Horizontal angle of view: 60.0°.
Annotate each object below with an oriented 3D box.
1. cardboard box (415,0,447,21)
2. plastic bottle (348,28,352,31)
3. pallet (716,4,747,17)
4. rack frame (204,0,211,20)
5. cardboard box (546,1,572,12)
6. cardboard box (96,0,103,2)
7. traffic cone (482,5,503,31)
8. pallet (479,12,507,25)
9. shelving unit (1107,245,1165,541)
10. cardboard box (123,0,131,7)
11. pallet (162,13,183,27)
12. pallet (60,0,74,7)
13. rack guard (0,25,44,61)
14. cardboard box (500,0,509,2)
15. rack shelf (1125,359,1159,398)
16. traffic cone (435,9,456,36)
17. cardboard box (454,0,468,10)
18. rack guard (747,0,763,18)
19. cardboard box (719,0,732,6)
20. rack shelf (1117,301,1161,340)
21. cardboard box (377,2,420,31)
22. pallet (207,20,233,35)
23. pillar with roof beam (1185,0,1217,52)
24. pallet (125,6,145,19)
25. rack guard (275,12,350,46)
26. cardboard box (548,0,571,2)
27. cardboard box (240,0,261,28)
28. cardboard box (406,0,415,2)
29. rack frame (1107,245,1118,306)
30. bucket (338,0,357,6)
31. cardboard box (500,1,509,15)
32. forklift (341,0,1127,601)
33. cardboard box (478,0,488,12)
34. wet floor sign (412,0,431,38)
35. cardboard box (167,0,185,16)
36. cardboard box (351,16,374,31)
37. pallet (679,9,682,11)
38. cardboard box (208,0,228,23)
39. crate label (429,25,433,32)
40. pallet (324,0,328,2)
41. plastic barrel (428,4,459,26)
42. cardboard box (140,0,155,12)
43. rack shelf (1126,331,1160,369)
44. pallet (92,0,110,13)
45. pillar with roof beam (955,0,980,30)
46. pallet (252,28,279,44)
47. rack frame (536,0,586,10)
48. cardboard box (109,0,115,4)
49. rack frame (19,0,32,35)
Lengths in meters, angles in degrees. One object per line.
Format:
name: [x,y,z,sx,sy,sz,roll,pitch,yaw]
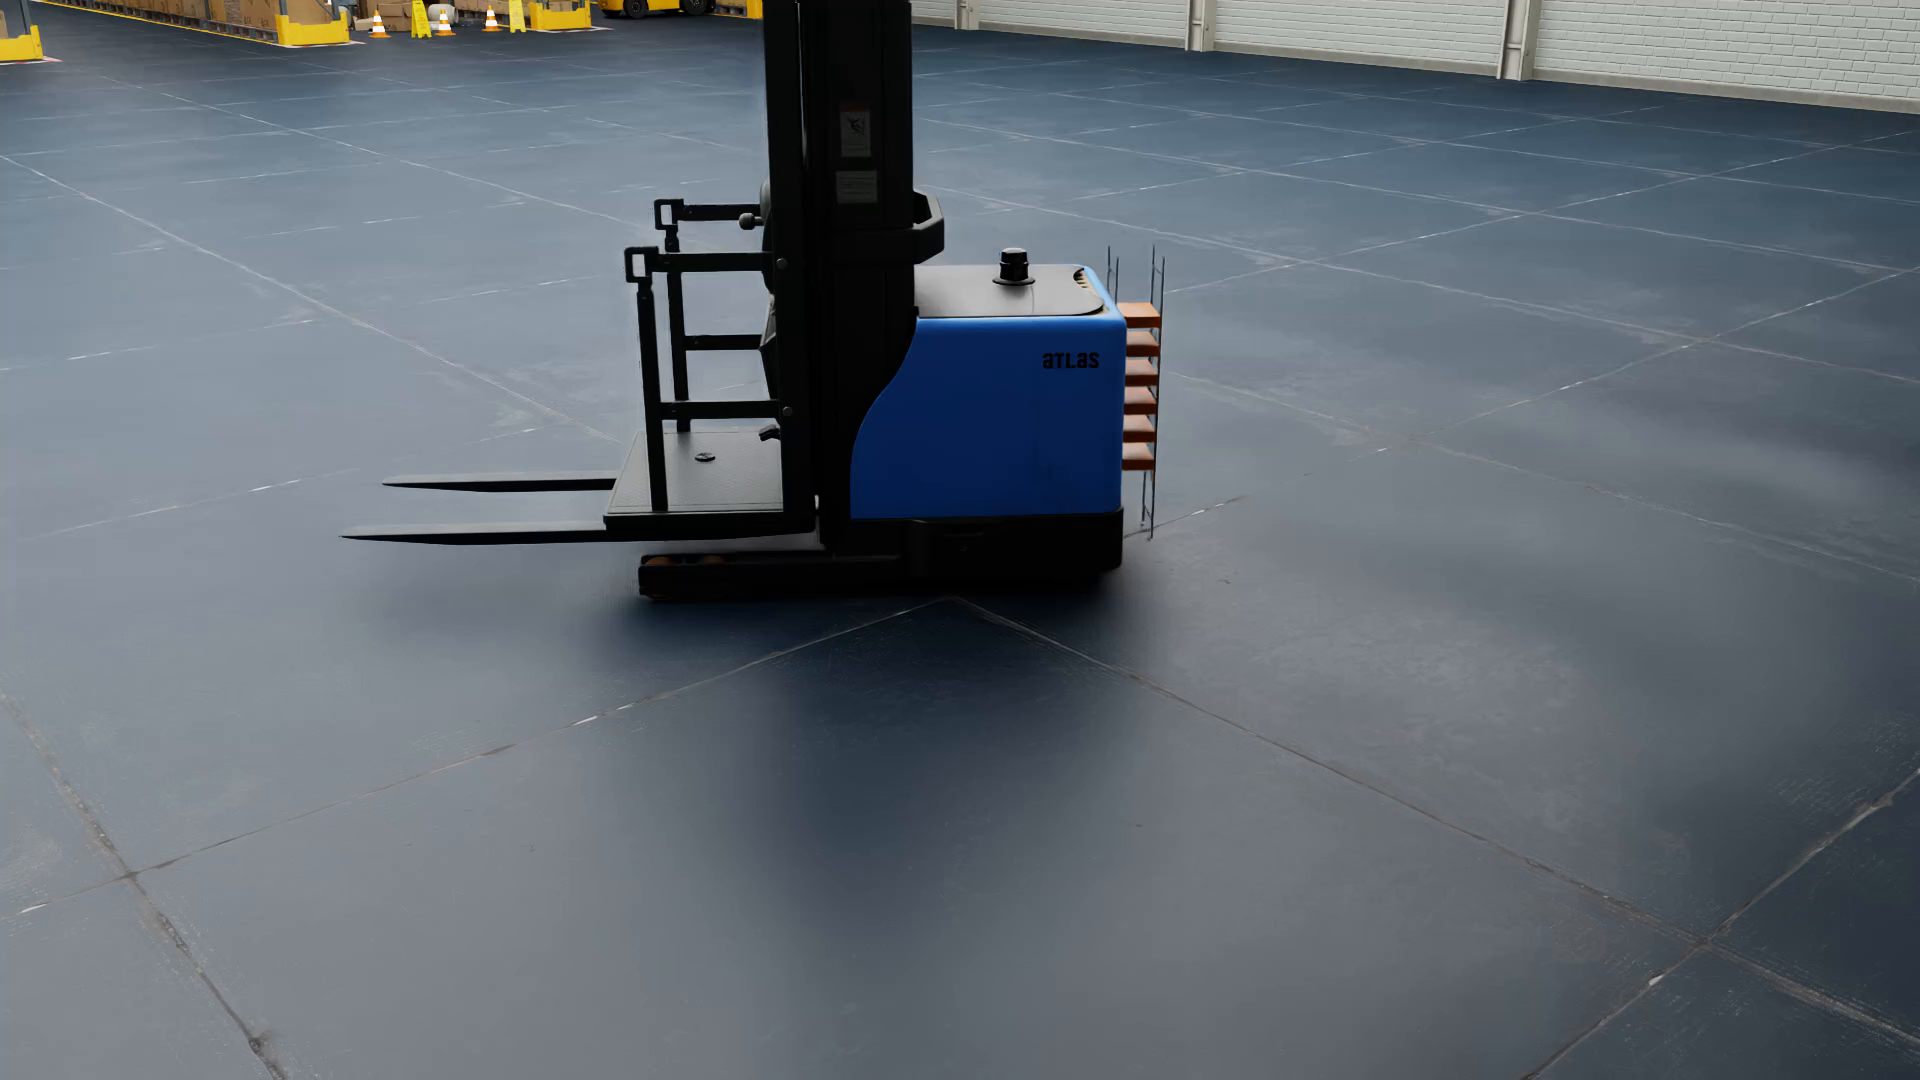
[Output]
cardboard box: [-10.705,-10.735,33.703,0.500,0.500,0.500,0,21,-1]
plastic bottle: [-11.804,-9.784,31.881,0.133,0.061,0.283,12,24,27]
pallet: [-4.535,-11.498,36.051,1.003,0.211,1.213,-17,27,-37]
rack frame: [-14.057,-11.311,31.751,1.000,3.000,0.127,-17,27,-37]
cardboard box: [-8.079,-10.616,33.171,0.500,0.250,0.500,-18,28,-38]
cardboard box: [-18.998,-12.286,37.091,0.500,0.500,0.500,-16,27,-35]
traffic cone: [-9.020,-10.043,31.991,0.336,0.463,0.334,-17,27,-37]
pallet: [-9.108,-10.705,34.026,1.003,0.211,1.213,-17,27,-37]
shelving unit: [0.704,-0.595,6.858,0.189,1.200,0.258,-1,21,-3]
cardboard box: [-17.632,-11.712,35.625,0.500,0.500,0.500,-16,27,-35]
pallet: [-15.419,-10.545,33.619,1.003,0.211,1.213,-17,27,-37]
pallet: [-20.545,-12.738,39.216,1.003,0.211,1.213,-17,27,-37]
rack guard: [-15.320,-7.910,26.495,1.175,0.500,0.348,-17,27,-37]
cardboard box: [-8.826,-10.980,33.070,0.500,0.500,0.500,-16,27,-36]
rack shelf: [0.704,-0.666,6.830,0.180,0.103,0.258,-1,21,-3]
traffic cone: [-9.639,-9.685,31.076,0.336,0.463,0.334,-17,27,-37]
cardboard box: [-10.193,-11.206,34.675,0.500,0.250,0.500,-19,28,-40]
rack guard: [-3.989,-11.425,35.467,1.175,0.500,0.348,-17,27,-37]
cardboard box: [-4.868,-11.705,35.949,0.500,0.250,0.500,-17,27,-37]
rack shelf: [0.703,-0.889,6.743,0.180,0.103,0.258,-1,21,-3]
cardboard box: [-10.827,-10.133,32.164,0.637,0.503,0.797,3,22,9]
pallet: [-13.620,-9.784,31.675,1.003,0.211,1.213,-17,27,-37]
pillar with roof beam: [0.795,-11.455,23.892,9.100,9.000,0.400,-17,27,-37]
pallet: [-17.177,-11.334,35.633,1.003,0.211,1.213,-17,27,-37]
rack guard: [-11.431,-9.036,29.368,1.175,0.500,0.348,-17,27,-37]
cardboard box: [-8.095,-10.972,33.051,0.500,0.500,0.500,-19,28,-39]
cardboard box: [-12.515,-9.827,30.298,0.875,0.875,0.875,-18,28,-38]
cardboard box: [-11.645,-12.023,36.596,0.950,0.372,0.625,-16,27,-36]
rack frame: [0.613,-0.593,6.852,0.006,1.200,0.240,-1,21,-3]
bucket: [-12.222,-11.006,33.376,0.726,0.611,0.620,-8,13,-19]
cardboard box: [-8.826,-10.632,33.211,0.500,0.250,0.500,-17,27,-37]
forklift: [-0.901,-1.330,6.360,3.031,2.935,1.130,-1,21,-3]
cardboard box: [-9.488,-10.915,33.933,0.500,0.250,0.500,-18,28,-38]
wet floor sign: [-9.928,-9.573,30.541,0.232,0.644,0.267,17,27,36]
cardboard box: [-15.158,-10.877,33.150,1.050,0.750,0.750,-17,27,-37]
cardboard box: [-11.540,-10.002,32.156,0.396,0.266,0.258,-12,25,-28]
pallet: [-6.128,-12.172,37.772,1.003,0.211,1.213,-17,27,-37]
cardboard box: [-13.700,-10.327,31.575,0.875,0.875,0.875,-17,27,-37]
crate label: [-10.199,-9.736,31.653,0.298,0.136,0.250,7,23,18]
pallet: [-15.035,-13.234,40.484,1.003,0.211,1.213,-17,27,-37]
plastic barrel: [-10.258,-10.423,33.016,0.512,0.421,0.421,0,21,-1]
cardboard box: [-16.339,-11.375,34.422,1.050,0.750,0.750,-18,28,-38]
rack shelf: [0.704,-0.777,6.786,0.180,0.103,0.258,-1,21,-3]
pallet: [-18.770,-12.008,37.354,1.003,0.211,1.213,-17,27,-37]
pillar with roof beam: [-3.121,-13.113,28.124,9.100,9.000,0.400,-17,27,-37]
pallet: [-12.028,-9.110,29.954,1.003,0.211,1.213,-17,27,-37]
rack frame: [-7.762,-11.413,32.009,1.000,3.000,0.127,-17,27,-37]
cardboard box: [-18.299,-11.999,36.357,0.500,0.500,0.500,-17,27,-37]
rack frame: [-15.270,-9.053,25.986,1.000,3.000,0.127,-17,27,-37]
